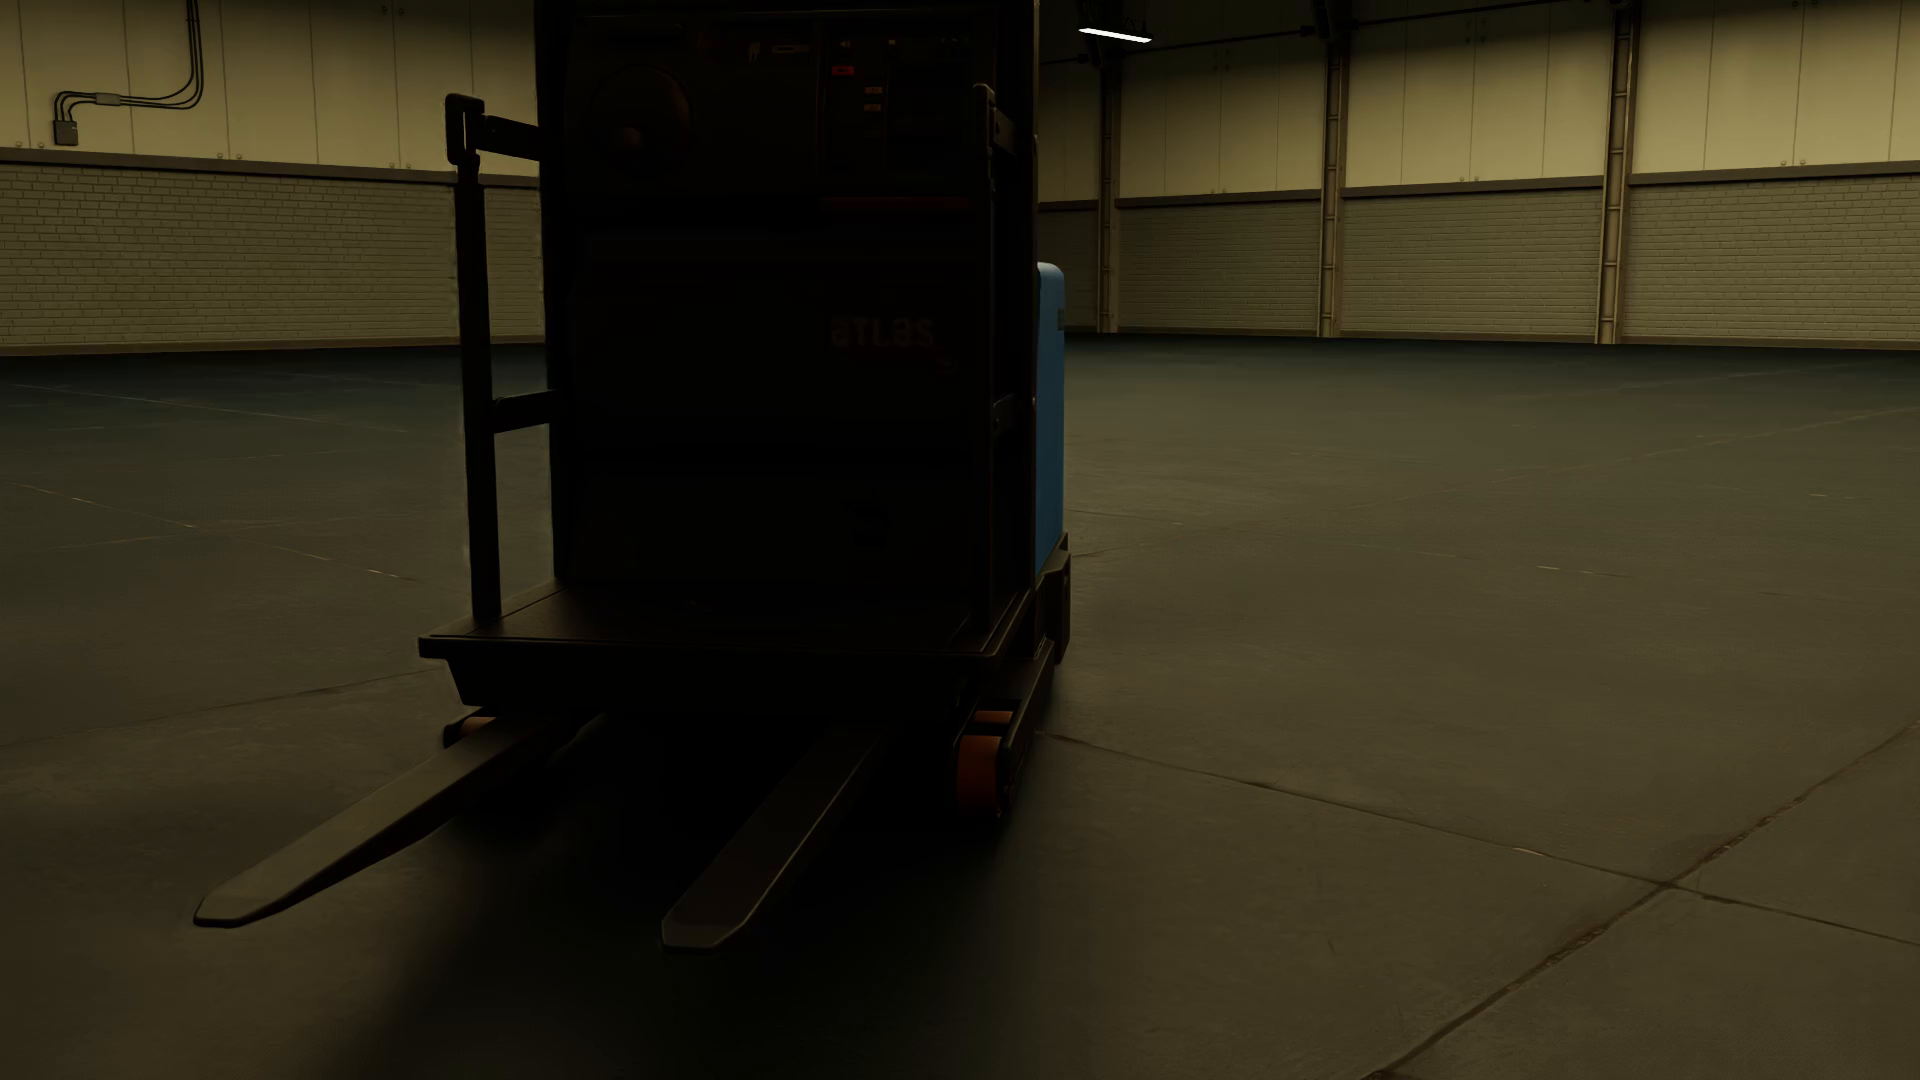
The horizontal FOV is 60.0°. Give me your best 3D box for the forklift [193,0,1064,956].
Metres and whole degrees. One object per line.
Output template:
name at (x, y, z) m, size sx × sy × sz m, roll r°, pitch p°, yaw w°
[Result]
forklift at (-0.415, -0.971, 3.320) m, size 1.121 × 2.935 × 3.031 m, roll 1°, pitch 9°, yaw 8°
